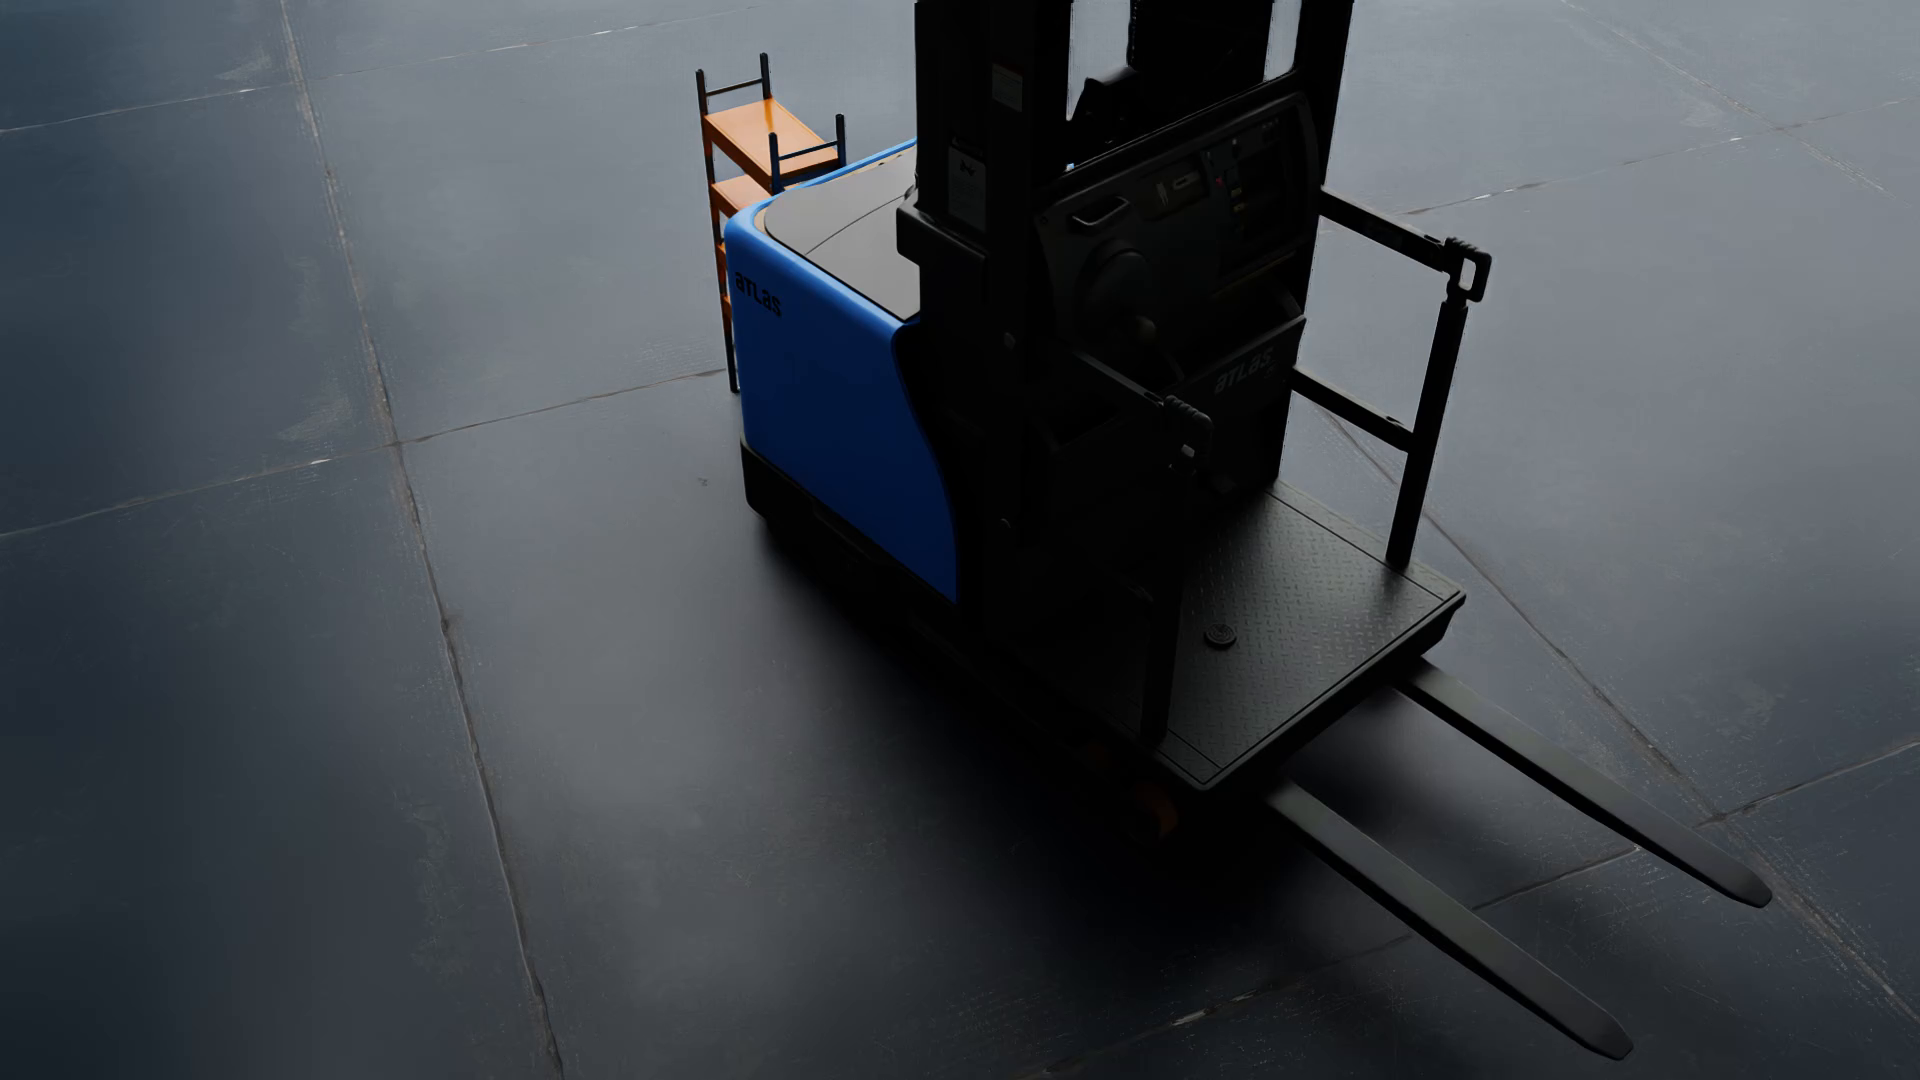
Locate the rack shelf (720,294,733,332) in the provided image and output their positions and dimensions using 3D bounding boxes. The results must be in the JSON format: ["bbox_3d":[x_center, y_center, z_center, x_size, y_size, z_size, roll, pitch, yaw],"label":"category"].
[{"bbox_3d":[-0.573,-0.681,5.529,0.258,0.148,0.480,-22,45,-24],"label":"rack shelf"}]

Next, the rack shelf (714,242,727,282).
[{"bbox_3d":[-5.438,-9.550,14.510,5.397,1.490,26.985,-22,45,-24],"label":"rack shelf"}]

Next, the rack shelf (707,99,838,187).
[{"bbox_3d":[-0.573,-1.210,5.074,0.221,0.050,0.457,-22,45,-24],"label":"rack shelf"}]

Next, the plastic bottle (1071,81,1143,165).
[{"bbox_3d":[-5.045,-12.885,18.572,4.476,1.202,39.143,-15,43,-17],"label":"plastic bottle"}]

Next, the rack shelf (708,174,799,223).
[{"bbox_3d":[-0.573,-1.001,5.254,0.258,0.148,0.480,-22,45,-24],"label":"rack shelf"}]

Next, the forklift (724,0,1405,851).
[{"bbox_3d":[0.309,-0.939,4.143,1.129,2.867,1.939,-30,49,-30],"label":"forklift"}]

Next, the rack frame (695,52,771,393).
[{"bbox_3d":[-0.703,-1.017,5.513,0.240,1.200,0.015,-22,45,-24],"label":"rack frame"}]

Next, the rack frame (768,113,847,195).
[{"bbox_3d":[-0.444,-0.748,5.199,0.240,1.200,0.015,-22,45,-24],"label":"rack frame"}]

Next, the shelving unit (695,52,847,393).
[{"bbox_3d":[-5.435,-9.373,14.656,5.397,1.949,26.997,-22,45,-24],"label":"shelving unit"}]
